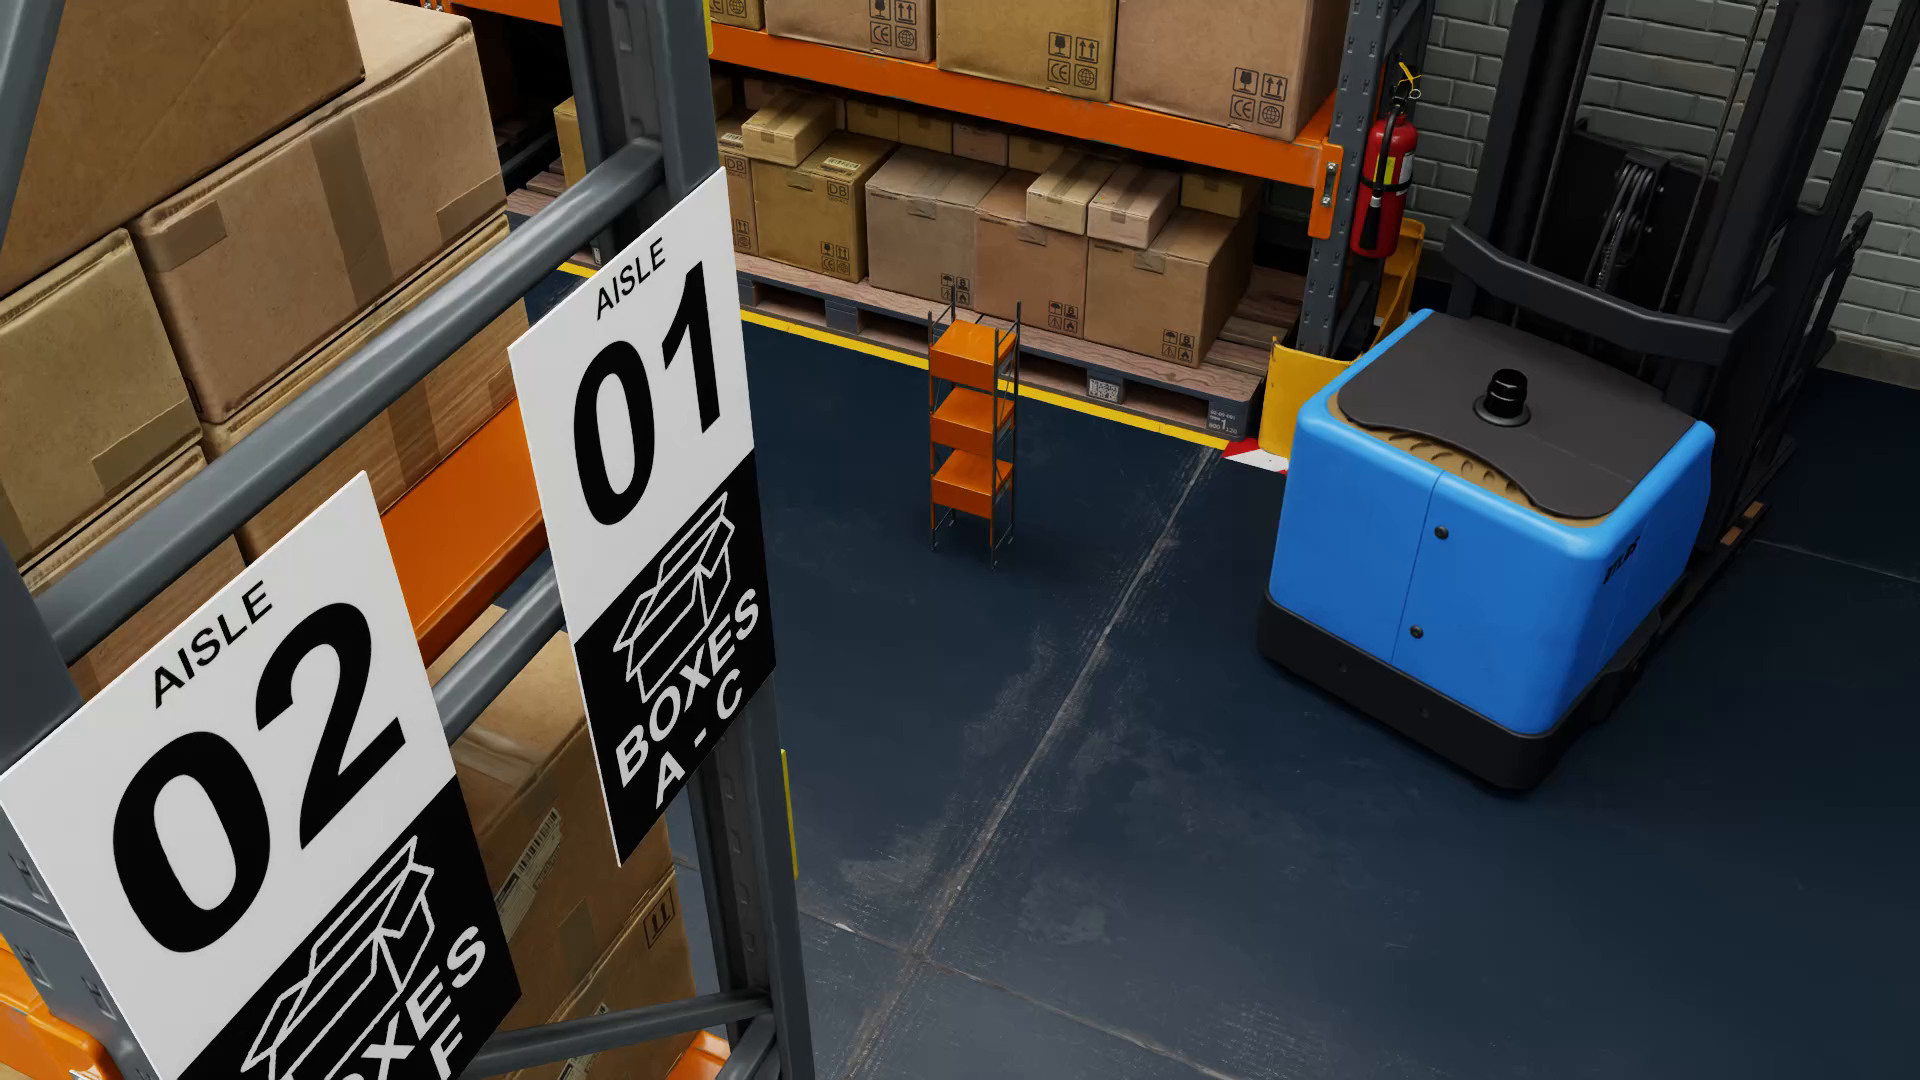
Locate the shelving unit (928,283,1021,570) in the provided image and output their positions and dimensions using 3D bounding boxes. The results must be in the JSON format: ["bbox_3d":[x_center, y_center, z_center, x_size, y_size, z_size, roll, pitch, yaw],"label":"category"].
[{"bbox_3d":[0.048,-0.382,5.889,0.252,1.050,0.215,17,44,19],"label":"shelving unit"}]

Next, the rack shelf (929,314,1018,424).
[{"bbox_3d":[0.048,-0.588,5.710,0.240,0.259,0.215,17,44,19],"label":"rack shelf"}]

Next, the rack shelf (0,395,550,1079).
[{"bbox_3d":[-2.345,-0.279,2.541,4.000,0.370,1.077,17,44,19],"label":"rack shelf"}]

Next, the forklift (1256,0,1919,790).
[{"bbox_3d":[2.377,-1.206,5.403,1.130,2.935,3.031,30,49,30],"label":"forklift"}]

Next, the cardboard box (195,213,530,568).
[{"bbox_3d":[-0.891,-0.234,2.054,0.500,0.250,0.500,17,44,19],"label":"cardboard box"}]

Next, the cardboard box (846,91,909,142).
[{"bbox_3d":[-0.299,-1.903,7.248,0.250,0.149,0.380,16,43,18],"label":"cardboard box"}]

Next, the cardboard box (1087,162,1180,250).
[{"bbox_3d":[0.688,-1.326,6.583,0.250,0.149,0.380,16,44,18],"label":"cardboard box"}]

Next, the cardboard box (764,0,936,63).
[{"bbox_3d":[-0.259,-2.465,6.575,0.700,0.700,0.980,15,43,17],"label":"cardboard box"}]

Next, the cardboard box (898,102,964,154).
[{"bbox_3d":[-0.070,-1.833,7.167,0.250,0.149,0.380,17,44,19],"label":"cardboard box"}]

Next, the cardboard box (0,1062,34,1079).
[{"bbox_3d":[-1.052,0.761,2.243,0.500,0.500,0.500,17,44,18],"label":"cardboard box"}]

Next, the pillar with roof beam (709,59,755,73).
[{"bbox_3d":[-2.886,-2.944,2.776,0.400,9.000,9.100,17,44,19],"label":"pillar with roof beam"}]

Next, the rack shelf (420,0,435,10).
[{"bbox_3d":[-3.879,-3.195,8.195,4.000,0.370,1.077,17,44,19],"label":"rack shelf"}]

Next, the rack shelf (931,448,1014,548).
[{"bbox_3d":[0.048,-0.164,6.078,0.240,0.259,0.215,17,44,19],"label":"rack shelf"}]

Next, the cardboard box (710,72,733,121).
[{"bbox_3d":[-1.199,-1.901,7.246,0.250,0.149,0.380,18,44,20],"label":"cardboard box"}]

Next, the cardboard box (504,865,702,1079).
[{"bbox_3d":[-0.823,0.819,2.939,0.500,0.500,0.500,18,44,20],"label":"cardboard box"}]

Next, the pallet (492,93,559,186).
[{"bbox_3d":[-2.797,-2.028,8.429,1.213,0.211,1.003,17,44,19],"label":"pallet"}]

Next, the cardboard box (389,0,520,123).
[{"bbox_3d":[-2.710,-2.362,8.006,0.750,0.750,0.750,17,44,19],"label":"cardboard box"}]

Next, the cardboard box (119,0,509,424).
[{"bbox_3d":[-0.888,-0.426,1.894,0.500,0.250,0.500,17,44,19],"label":"cardboard box"}]

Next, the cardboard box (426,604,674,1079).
[{"bbox_3d":[-0.823,0.441,2.611,0.500,0.500,0.500,18,44,20],"label":"cardboard box"}]

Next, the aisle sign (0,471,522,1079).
[{"bbox_3d":[-0.600,0.355,1.566,0.004,0.787,0.394,17,44,19],"label":"aisle sign"}]

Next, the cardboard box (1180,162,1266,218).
[{"bbox_3d":[1.080,-1.483,6.763,0.250,0.149,0.380,17,44,19],"label":"cardboard box"}]

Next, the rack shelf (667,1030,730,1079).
[{"bbox_3d":[-2.345,0.854,3.524,4.000,0.370,1.077,17,44,19],"label":"rack shelf"}]

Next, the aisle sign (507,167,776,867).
[{"bbox_3d":[-0.347,-0.002,1.977,0.004,0.787,0.394,17,44,19],"label":"aisle sign"}]

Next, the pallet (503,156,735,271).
[{"bbox_3d":[-1.410,-1.602,7.937,1.213,0.211,1.003,17,44,19],"label":"pallet"}]

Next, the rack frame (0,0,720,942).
[{"bbox_3d":[-0.532,-1.131,0.684,0.127,3.000,1.000,17,44,19],"label":"rack frame"}]

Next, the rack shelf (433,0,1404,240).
[{"bbox_3d":[-0.254,-2.087,6.917,4.000,0.370,1.077,17,44,19],"label":"rack shelf"}]

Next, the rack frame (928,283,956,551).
[{"bbox_3d":[-0.062,-0.416,5.928,0.008,1.050,0.200,17,44,19],"label":"rack frame"}]

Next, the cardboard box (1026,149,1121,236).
[{"bbox_3d":[0.457,-1.397,6.664,0.250,0.149,0.380,18,44,20],"label":"cardboard box"}]

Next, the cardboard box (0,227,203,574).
[{"bbox_3d":[-1.106,-0.120,1.541,0.500,0.250,0.500,17,44,19],"label":"cardboard box"}]

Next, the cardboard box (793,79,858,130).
[{"bbox_3d":[-0.533,-1.974,7.330,0.250,0.149,0.380,17,44,19],"label":"cardboard box"}]

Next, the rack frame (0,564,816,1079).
[{"bbox_3d":[-0.532,1.136,2.649,0.127,3.000,1.000,17,44,19],"label":"rack frame"}]

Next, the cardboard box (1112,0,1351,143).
[{"bbox_3d":[1.092,-2.054,6.100,0.700,0.700,0.980,19,44,21],"label":"cardboard box"}]

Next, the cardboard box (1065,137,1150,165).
[{"bbox_3d":[0.620,-1.623,6.925,0.250,0.149,0.380,17,44,19],"label":"cardboard box"}]

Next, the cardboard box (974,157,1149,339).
[{"bbox_3d":[0.428,-1.292,7.039,0.500,0.500,0.700,17,44,19],"label":"cardboard box"}]

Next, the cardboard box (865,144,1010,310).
[{"bbox_3d":[-0.028,-1.431,7.199,0.500,0.500,0.700,16,43,17],"label":"cardboard box"}]

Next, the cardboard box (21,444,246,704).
[{"bbox_3d":[-1.110,0.074,1.699,0.500,0.250,0.500,17,44,19],"label":"cardboard box"}]

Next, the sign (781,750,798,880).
[{"bbox_3d":[-0.303,0.487,2.737,0.005,0.325,0.100,17,44,19],"label":"sign"}]

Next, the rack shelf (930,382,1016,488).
[{"bbox_3d":[0.048,-0.374,5.896,0.240,0.259,0.215,17,44,19],"label":"rack shelf"}]

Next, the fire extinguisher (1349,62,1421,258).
[{"bbox_3d":[1.500,-1.319,5.826,0.183,0.674,0.296,17,44,19],"label":"fire extinguisher"}]

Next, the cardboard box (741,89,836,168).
[{"bbox_3d":[-0.726,-1.757,7.079,0.250,0.149,0.380,16,43,17],"label":"cardboard box"}]

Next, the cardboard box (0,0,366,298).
[{"bbox_3d":[-1.005,-0.545,1.459,0.500,0.500,0.700,17,44,19],"label":"cardboard box"}]

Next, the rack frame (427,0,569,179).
[{"bbox_3d":[-2.066,-2.913,7.320,0.127,3.000,1.000,17,44,19],"label":"rack frame"}]

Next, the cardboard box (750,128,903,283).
[{"bbox_3d":[-0.514,-1.574,7.364,0.500,0.500,0.700,18,44,20],"label":"cardboard box"}]

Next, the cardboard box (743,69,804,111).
[{"bbox_3d":[-0.762,-2.045,7.412,0.250,0.149,0.380,16,43,17],"label":"cardboard box"}]

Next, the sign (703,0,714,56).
[{"bbox_3d":[-0.303,-0.650,1.752,0.005,0.325,0.100,17,44,19],"label":"sign"}]

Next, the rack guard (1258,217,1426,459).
[{"bbox_3d":[1.580,-0.854,6.853,0.348,0.500,1.175,17,44,19],"label":"rack guard"}]

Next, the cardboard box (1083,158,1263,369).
[{"bbox_3d":[0.882,-1.154,6.879,0.500,0.500,0.700,17,44,19],"label":"cardboard box"}]

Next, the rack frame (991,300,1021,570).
[{"bbox_3d":[0.159,-0.348,5.850,0.008,1.050,0.200,17,44,19],"label":"rack frame"}]

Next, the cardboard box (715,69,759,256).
[{"bbox_3d":[-0.978,-1.718,7.530,0.500,0.500,0.700,17,44,18],"label":"cardboard box"}]

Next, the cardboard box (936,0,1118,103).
[{"bbox_3d":[0.428,-2.249,6.325,0.700,0.700,0.980,17,44,18],"label":"cardboard box"}]

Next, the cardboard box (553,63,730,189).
[{"bbox_3d":[-1.432,-1.859,7.692,0.500,0.500,0.700,18,44,19],"label":"cardboard box"}]

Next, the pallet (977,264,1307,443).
[{"bbox_3d":[0.801,-0.926,7.158,1.213,0.211,1.003,17,44,19],"label":"pallet"}]

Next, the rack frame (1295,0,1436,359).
[{"bbox_3d":[1.559,-1.805,6.042,0.127,3.000,1.000,17,44,19],"label":"rack frame"}]

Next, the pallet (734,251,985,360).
[{"bbox_3d":[-0.301,-1.265,7.548,1.213,0.211,1.003,17,44,19],"label":"pallet"}]

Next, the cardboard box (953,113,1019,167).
[{"bbox_3d":[0.163,-1.762,7.086,0.250,0.149,0.380,18,44,19],"label":"cardboard box"}]

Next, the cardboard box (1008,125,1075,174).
[{"bbox_3d":[0.394,-1.692,7.005,0.250,0.149,0.380,17,44,19],"label":"cardboard box"}]

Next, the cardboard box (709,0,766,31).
[{"bbox_3d":[-0.922,-2.661,6.801,0.700,0.700,0.980,16,43,18],"label":"cardboard box"}]
